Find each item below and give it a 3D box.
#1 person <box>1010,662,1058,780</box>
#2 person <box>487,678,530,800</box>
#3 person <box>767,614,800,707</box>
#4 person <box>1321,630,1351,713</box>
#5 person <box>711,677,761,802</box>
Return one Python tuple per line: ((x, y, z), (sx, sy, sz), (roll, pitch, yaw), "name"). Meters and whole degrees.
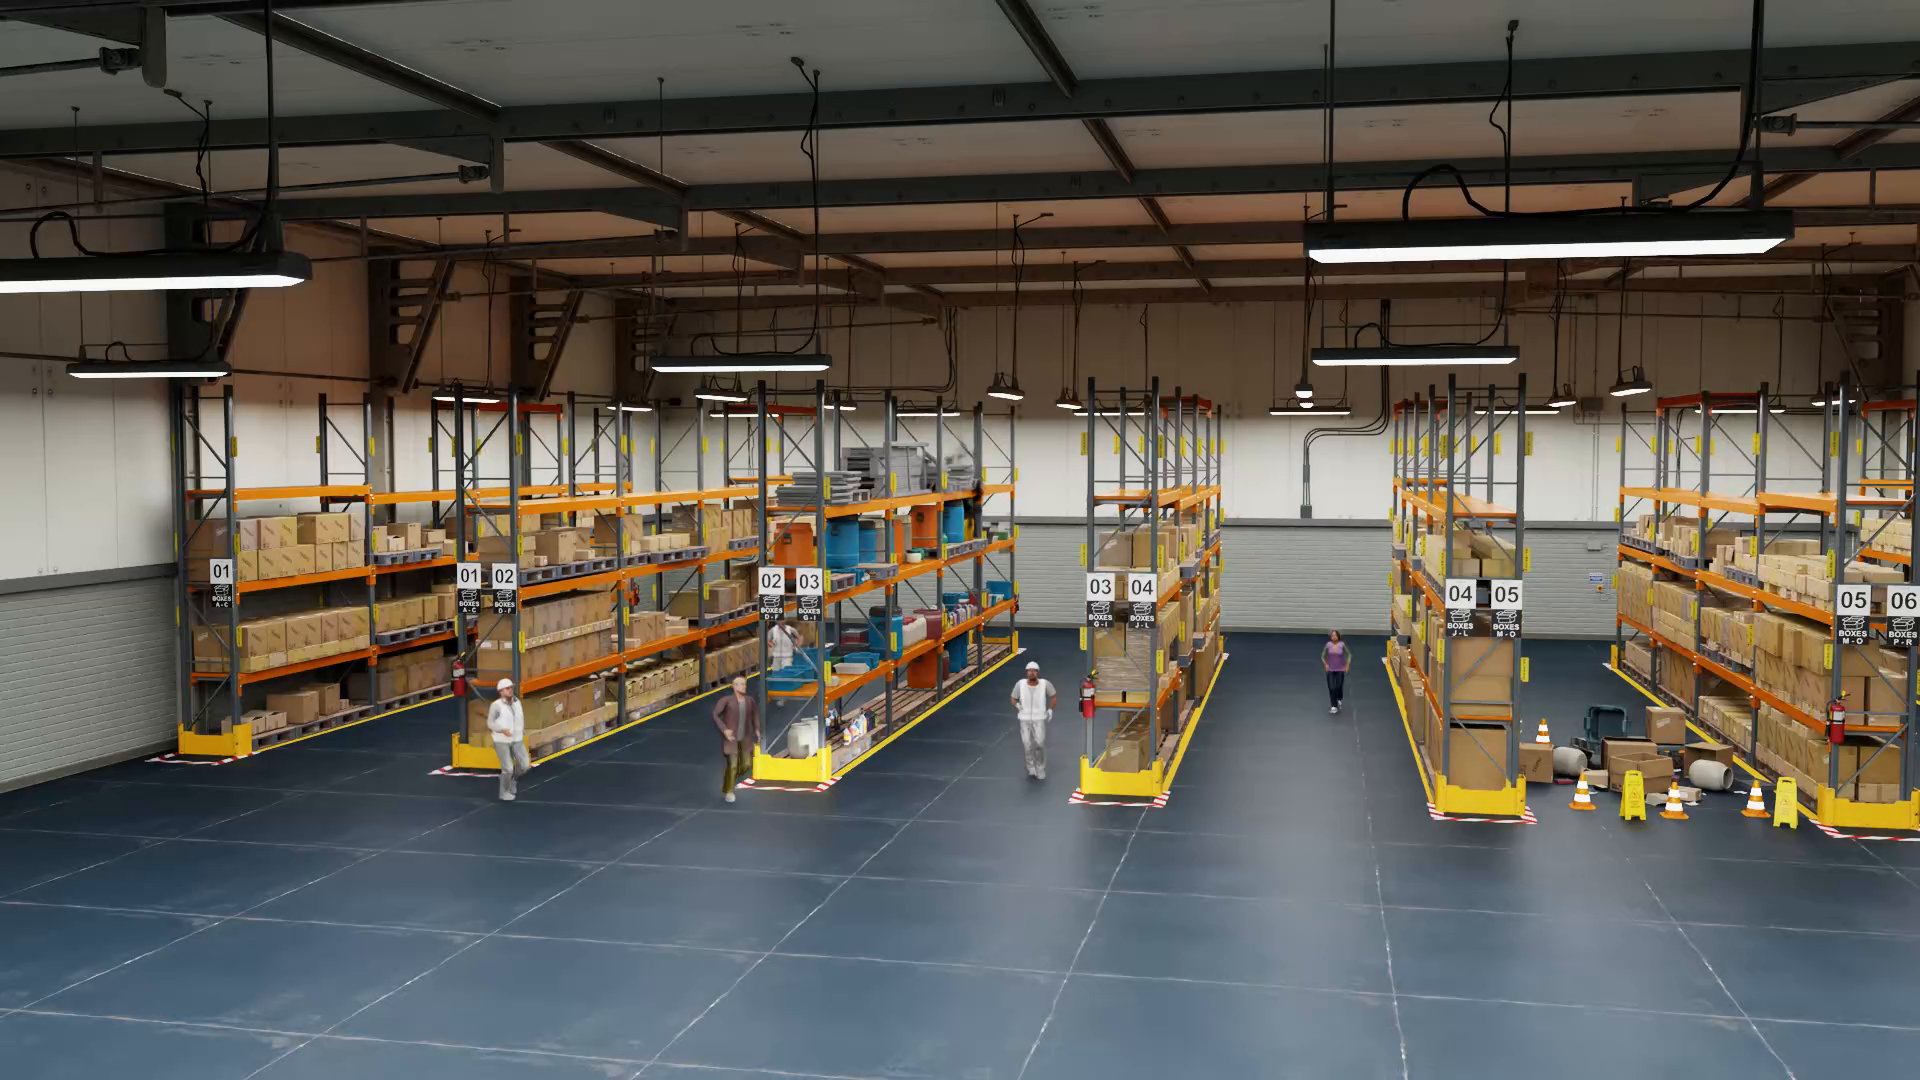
((1.094, 2.725, 25.015), (0.696, 1.784, 0.611), (1, 3, 9), "person")
((-6.329, 2.815, 23.445), (0.563, 1.727, 0.636), (3, 4, 43), "person")
((-3.458, 2.285, 32.236), (0.653, 1.786, 0.918), (0, 3, 4), "person")
((7.058, 2.473, 31.248), (0.563, 1.565, 0.492), (1, 3, 17), "person")
((-3.183, 2.823, 23.696), (0.770, 1.727, 0.590), (-2, 4, -37), "person")
